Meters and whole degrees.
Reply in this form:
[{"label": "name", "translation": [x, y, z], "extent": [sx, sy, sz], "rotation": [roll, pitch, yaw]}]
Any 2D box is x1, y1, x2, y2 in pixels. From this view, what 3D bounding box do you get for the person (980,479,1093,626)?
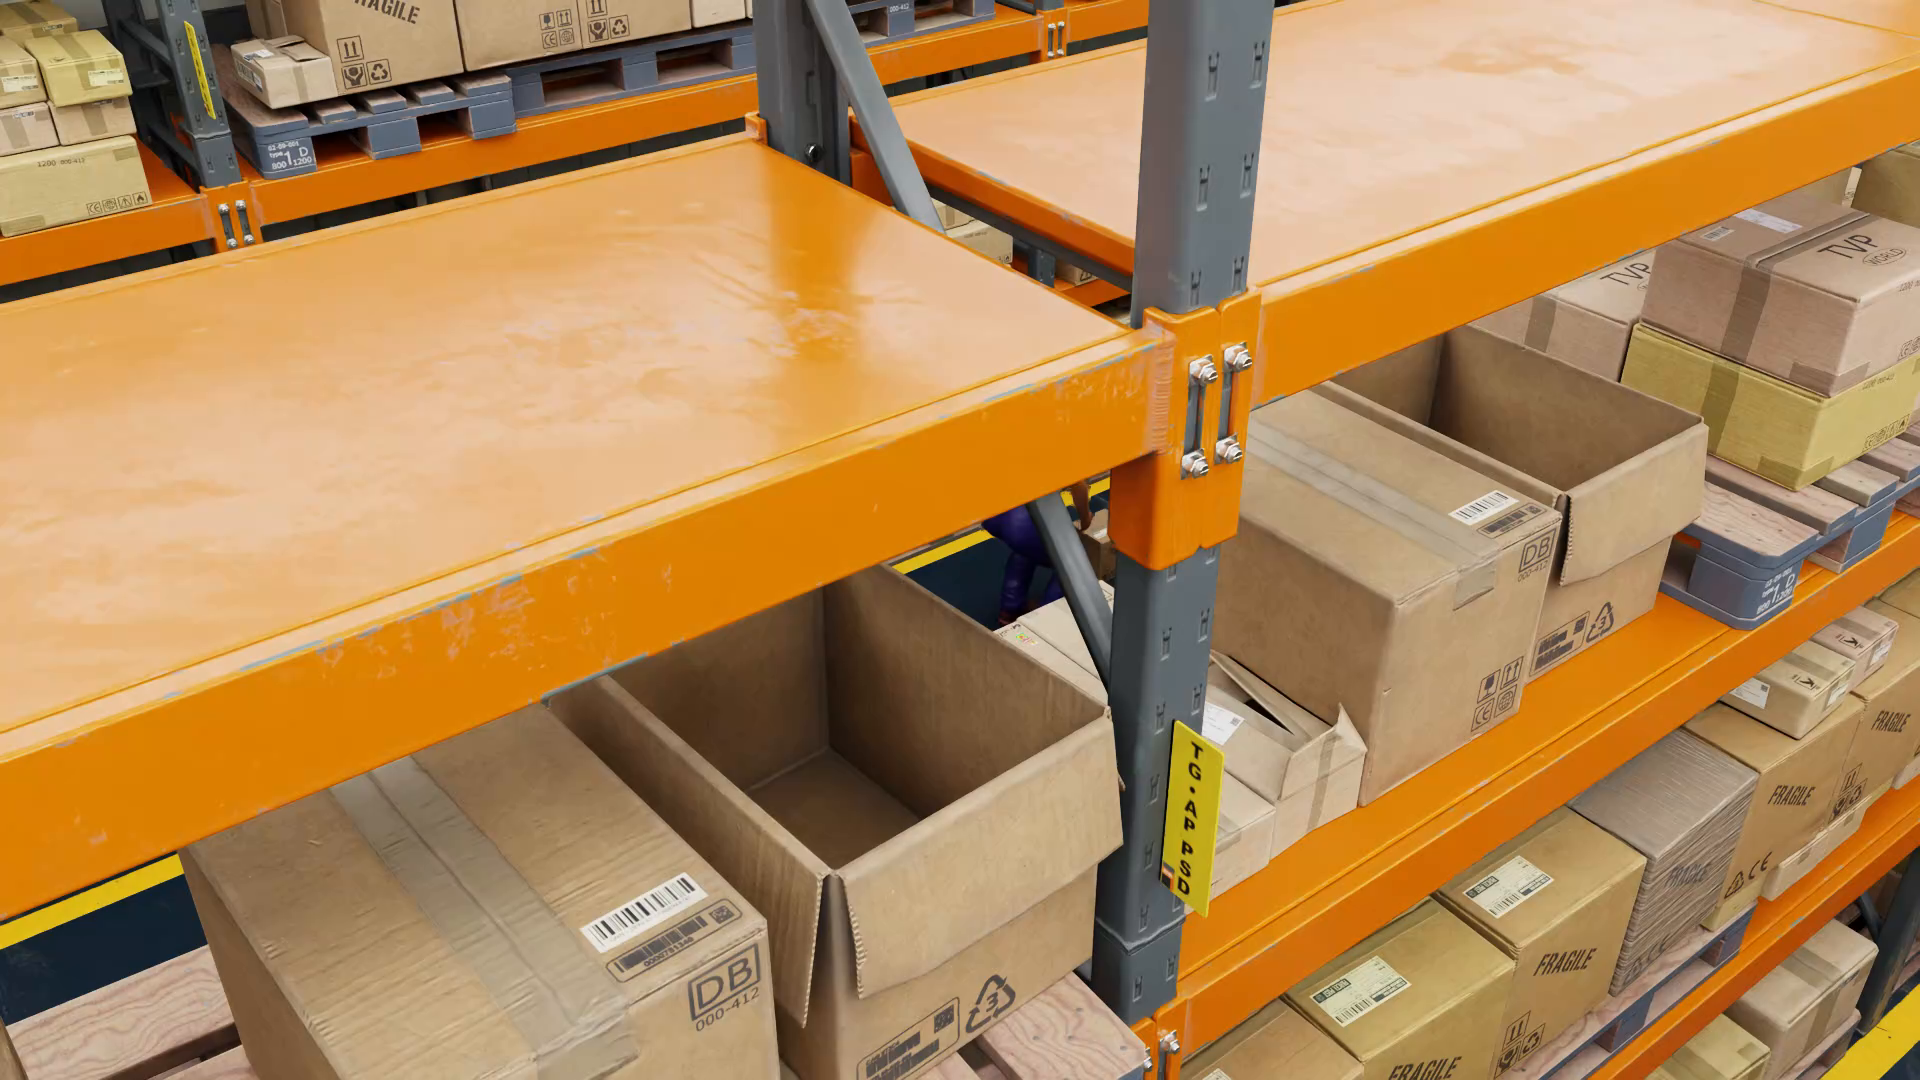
[{"label": "person", "translation": [0.375, -0.162, 8.261], "extent": [0.594, 1.446, 0.530], "rotation": [-22, 39, -31]}]
